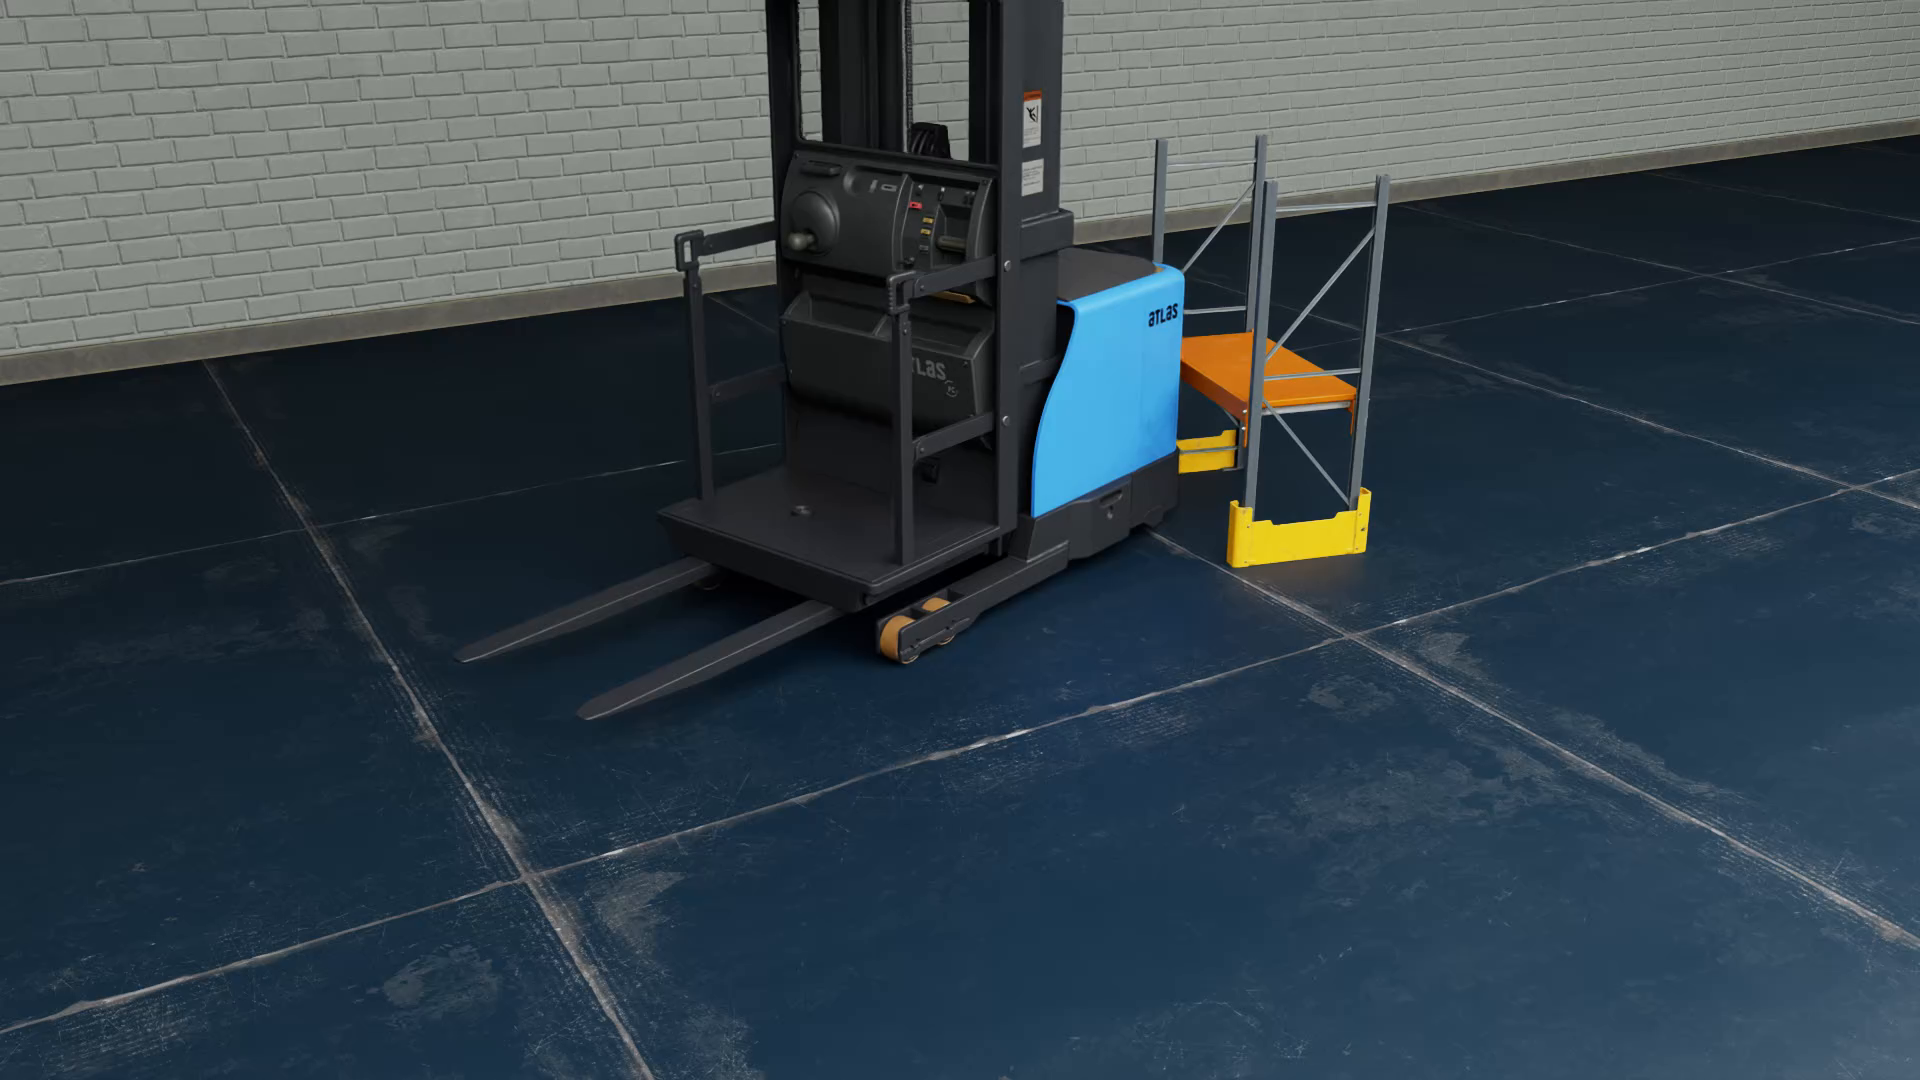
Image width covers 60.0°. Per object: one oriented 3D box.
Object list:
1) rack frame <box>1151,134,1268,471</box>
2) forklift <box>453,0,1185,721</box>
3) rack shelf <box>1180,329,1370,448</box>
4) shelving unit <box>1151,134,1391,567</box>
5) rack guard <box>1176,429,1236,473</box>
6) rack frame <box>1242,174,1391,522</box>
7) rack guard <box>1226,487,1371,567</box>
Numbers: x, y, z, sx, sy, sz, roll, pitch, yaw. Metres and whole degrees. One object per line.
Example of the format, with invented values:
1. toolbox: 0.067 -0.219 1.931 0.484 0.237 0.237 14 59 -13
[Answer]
1. rack frame: 1.061 -0.998 7.275 0.500 1.500 0.032 -6 23 -15
2. forklift: -0.406 -1.140 5.725 1.130 2.935 3.031 17 28 36
3. rack shelf: 1.204 -0.648 6.891 0.538 0.185 1.000 -6 23 -15
4. shelving unit: 1.207 -0.811 6.815 0.587 1.500 1.083 -6 23 -15
5. rack guard: 1.067 -0.412 7.493 0.587 0.250 0.087 -6 23 -15
6. rack frame: 1.347 -0.631 6.371 0.500 1.500 0.032 -6 23 -15
7. rack guard: 1.347 -0.052 6.608 0.587 0.250 0.087 -6 23 -15
